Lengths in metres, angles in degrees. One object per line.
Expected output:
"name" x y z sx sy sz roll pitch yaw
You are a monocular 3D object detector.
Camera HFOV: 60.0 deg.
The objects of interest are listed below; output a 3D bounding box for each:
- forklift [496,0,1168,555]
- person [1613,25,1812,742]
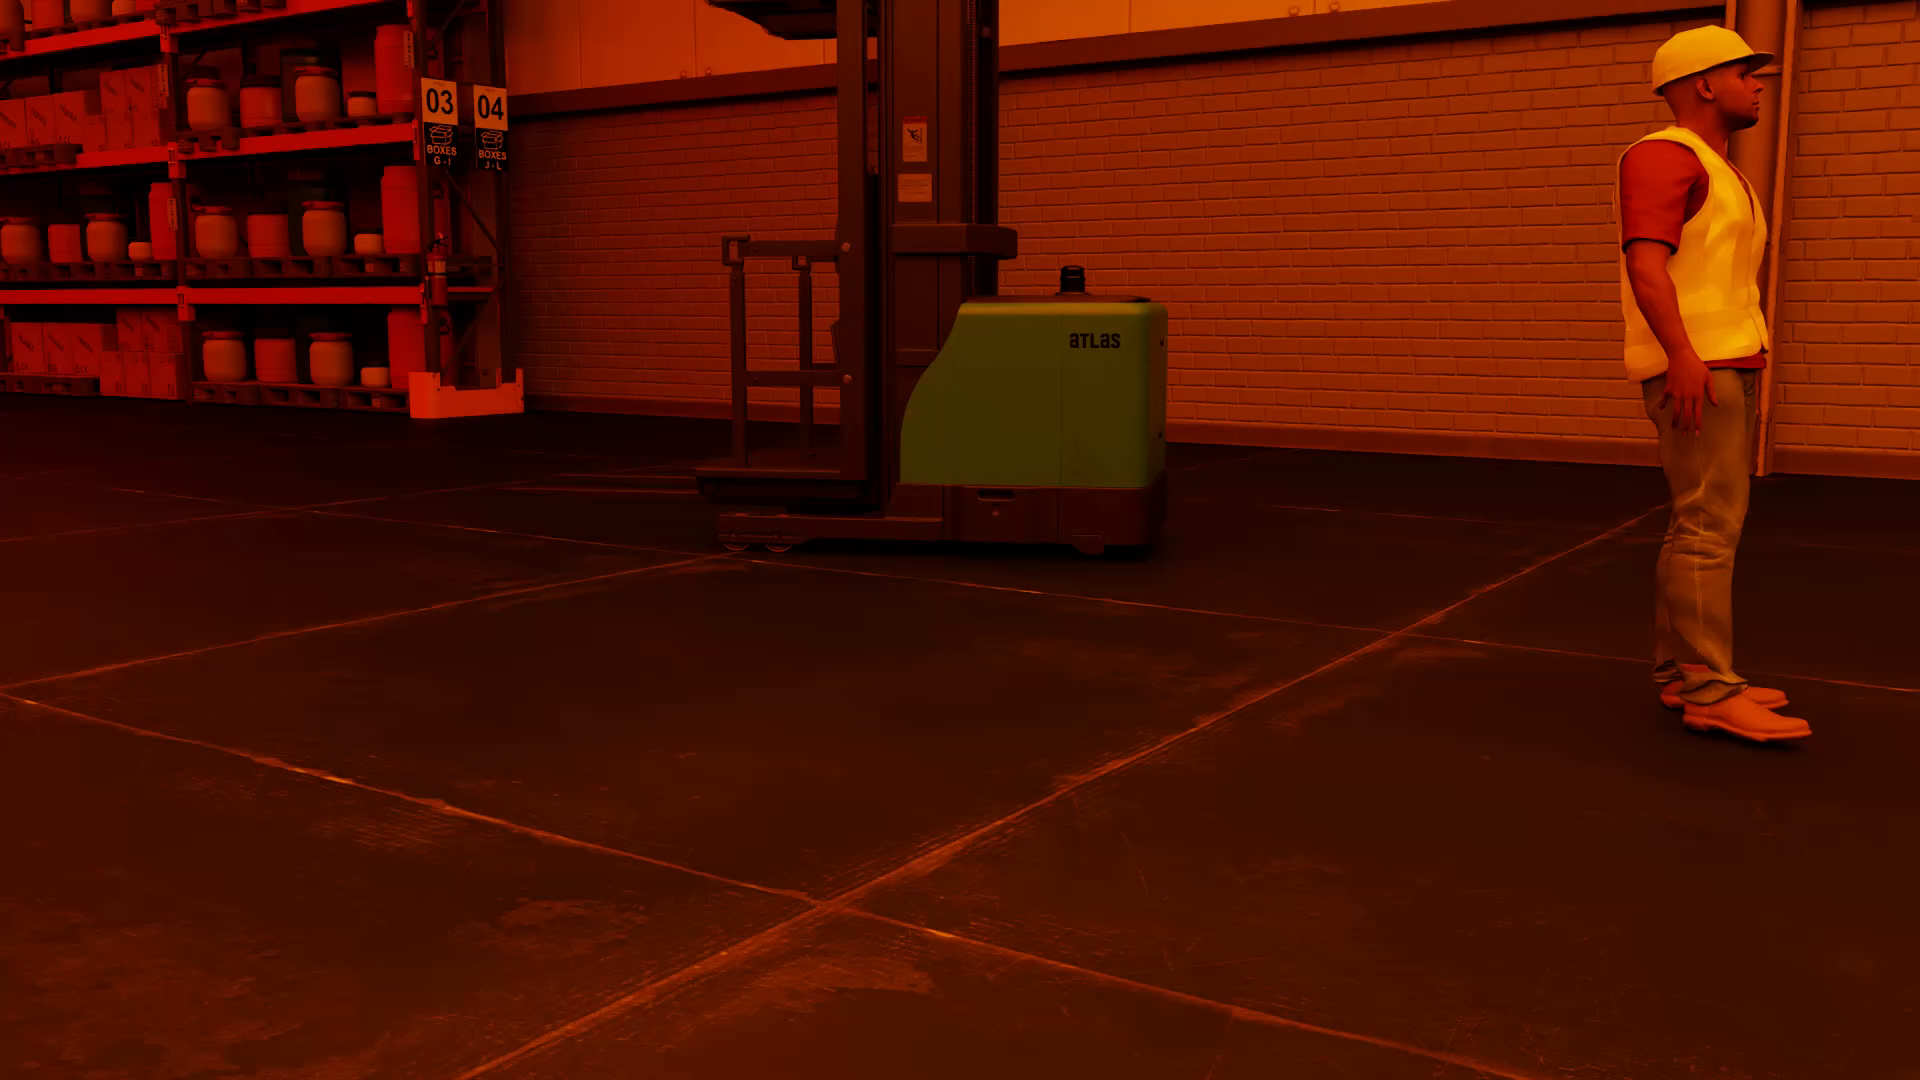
"forklift" -0.596 -1.469 7.520 3.031 2.935 1.130 2 8 12
"person" 1.983 -0.425 4.269 0.574 1.769 0.665 6 10 37
